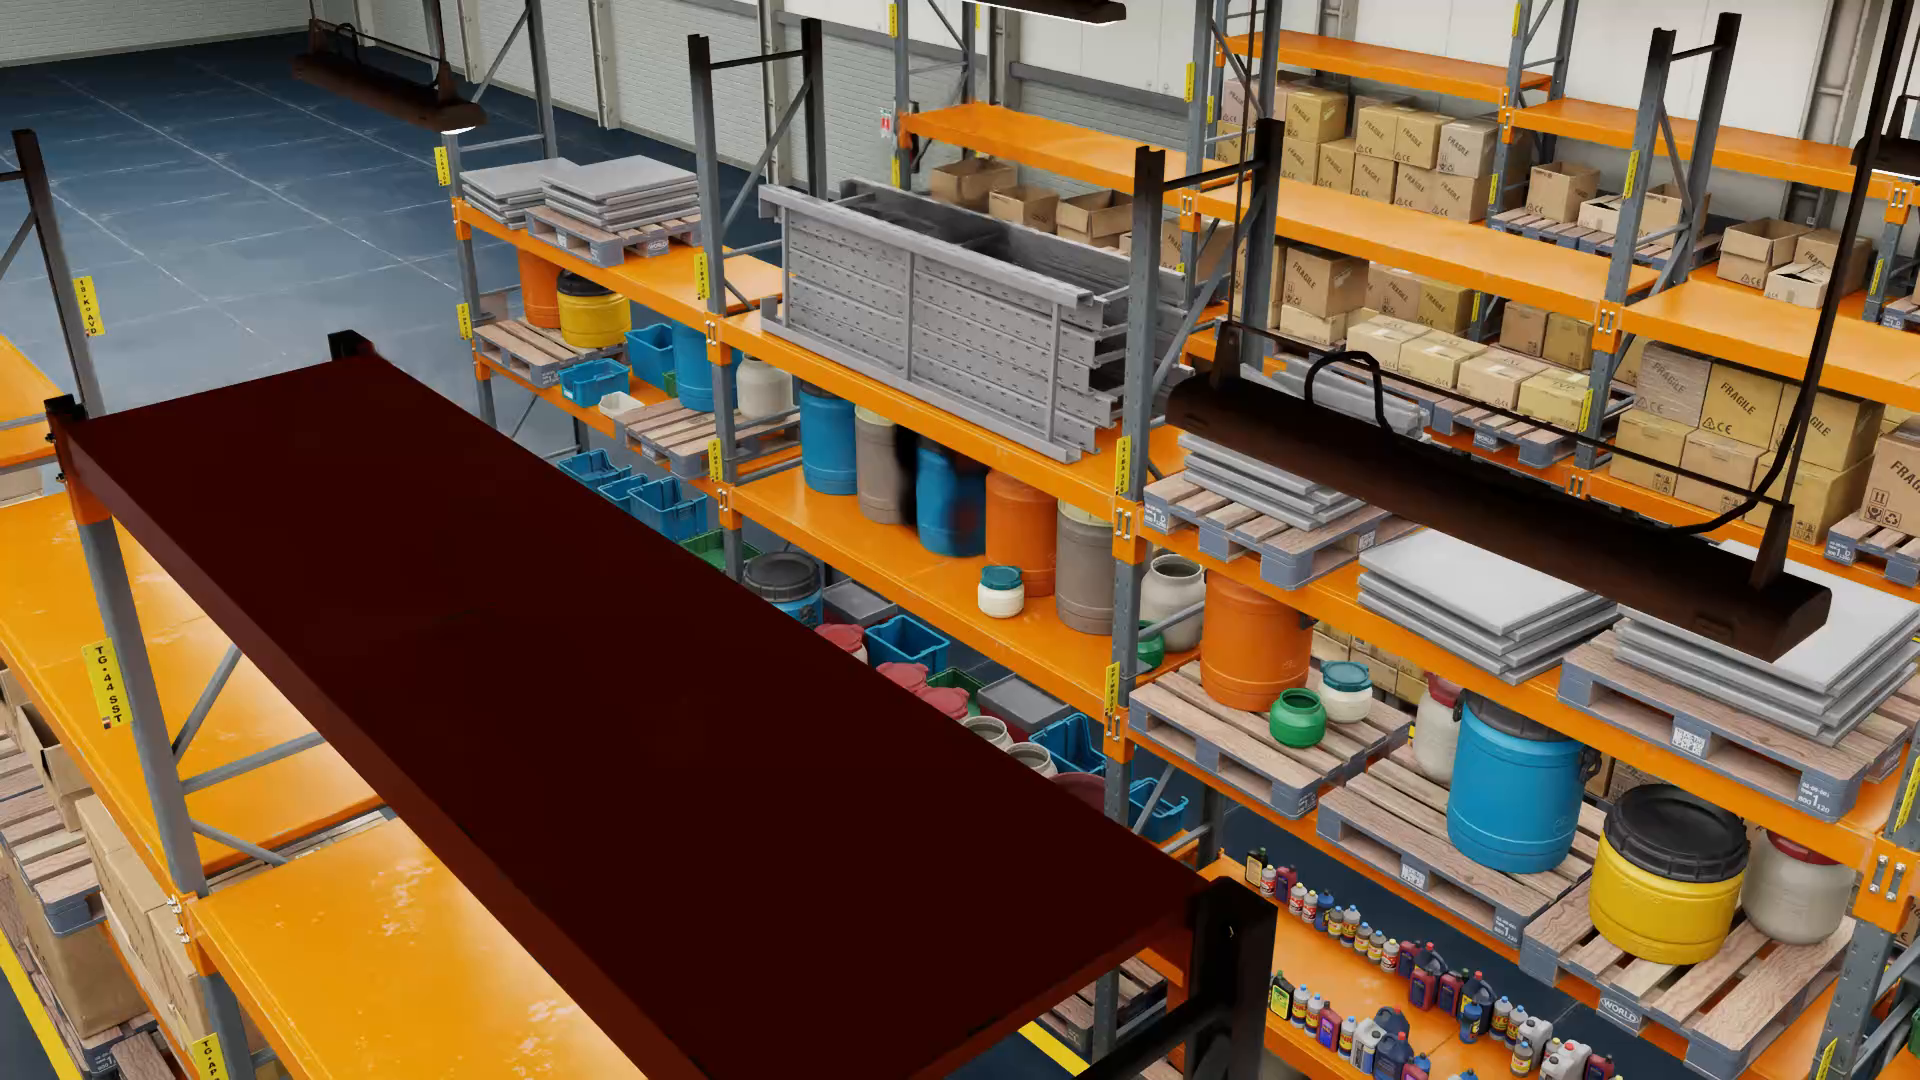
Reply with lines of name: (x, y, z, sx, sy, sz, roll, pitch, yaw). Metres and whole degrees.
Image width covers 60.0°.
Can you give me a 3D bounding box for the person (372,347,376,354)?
person: (-6.464, -1.407, 18.543, 0.593, 1.641, 0.573, -7, 28, -13)
